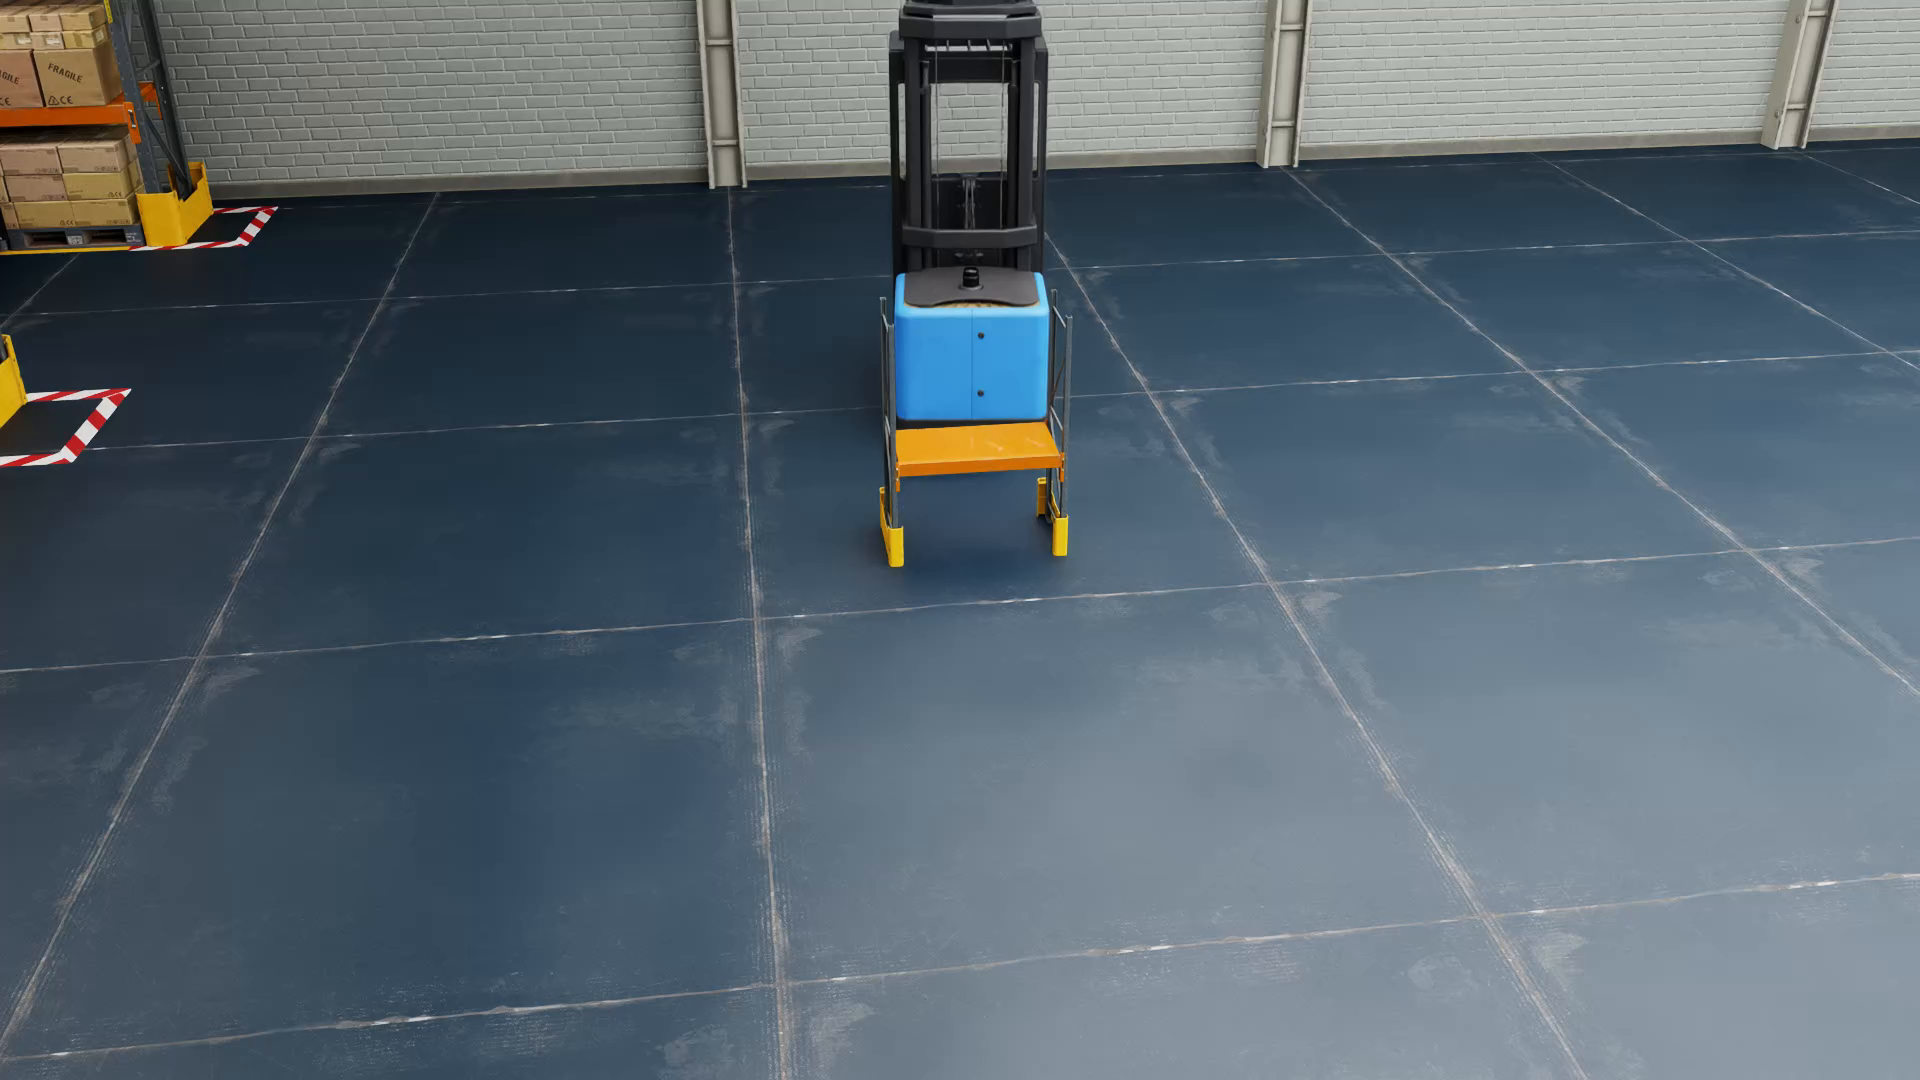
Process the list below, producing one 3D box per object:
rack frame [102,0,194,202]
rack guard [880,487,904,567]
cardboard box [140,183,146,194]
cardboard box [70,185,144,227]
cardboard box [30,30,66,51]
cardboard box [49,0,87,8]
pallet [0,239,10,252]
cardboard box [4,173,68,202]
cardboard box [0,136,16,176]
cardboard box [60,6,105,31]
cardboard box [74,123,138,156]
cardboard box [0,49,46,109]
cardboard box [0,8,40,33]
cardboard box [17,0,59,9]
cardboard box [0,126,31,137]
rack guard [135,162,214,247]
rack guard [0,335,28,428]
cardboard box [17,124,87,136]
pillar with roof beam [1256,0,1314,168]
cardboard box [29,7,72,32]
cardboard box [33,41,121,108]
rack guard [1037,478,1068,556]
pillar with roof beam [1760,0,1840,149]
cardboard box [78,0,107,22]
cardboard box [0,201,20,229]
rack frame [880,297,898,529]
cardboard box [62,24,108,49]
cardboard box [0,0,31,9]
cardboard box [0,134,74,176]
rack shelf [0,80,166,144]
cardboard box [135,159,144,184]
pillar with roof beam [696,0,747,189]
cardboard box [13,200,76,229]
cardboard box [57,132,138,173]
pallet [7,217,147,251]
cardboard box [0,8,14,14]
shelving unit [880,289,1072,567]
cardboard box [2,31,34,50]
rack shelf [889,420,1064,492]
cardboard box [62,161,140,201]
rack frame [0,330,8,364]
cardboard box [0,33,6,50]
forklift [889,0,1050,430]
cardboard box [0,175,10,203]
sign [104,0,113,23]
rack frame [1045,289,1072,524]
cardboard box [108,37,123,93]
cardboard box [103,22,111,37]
[{"bbox_3d":[-7.580,-4.355,15.451,0.127,3.000,1.000,-4,27,-7],"label":"rack frame"},{"bbox_3d":[-0.418,-0.084,10.141,0.087,0.250,0.587,-4,27,-7],"label":"rack guard"},{"bbox_3d":[-8.093,-3.375,16.094,0.500,0.250,0.500,-4,27,-7],"label":"cardboard box"},{"bbox_3d":[-8.001,-3.145,15.646,0.500,0.250,0.500,-3,27,-7],"label":"cardboard box"},{"bbox_3d":[-8.133,-4.509,14.932,0.250,0.149,0.380,-3,27,-6],"label":"cardboard box"},{"bbox_3d":[-8.214,-4.907,15.381,0.250,0.149,0.380,-3,27,-5],"label":"cardboard box"},{"bbox_3d":[-9.537,-2.970,15.808,1.213,0.211,1.003,-4,27,-7],"label":"pallet"},{"bbox_3d":[-8.516,-3.341,15.480,0.500,0.250,0.500,-4,27,-8],"label":"cardboard box"},{"bbox_3d":[-8.995,-3.521,15.283,0.500,0.250,0.500,-3,27,-6],"label":"cardboard box"},{"bbox_3d":[-7.905,-4.702,14.982,0.250,0.149,0.380,-4,27,-7],"label":"cardboard box"},{"bbox_3d":[-8.082,-3.818,15.862,0.500,0.250,0.500,-4,27,-8],"label":"cardboard box"},{"bbox_3d":[-8.546,-4.220,15.080,0.500,0.500,0.500,-3,27,-5],"label":"cardboard box"},{"bbox_3d":[-8.400,-4.643,14.868,0.250,0.149,0.380,-3,27,-6],"label":"cardboard box"},{"bbox_3d":[-8.465,-4.871,15.311,0.250,0.149,0.380,-3,27,-6],"label":"cardboard box"},{"bbox_3d":[-9.073,-3.758,15.744,0.500,0.250,0.500,-4,27,-7],"label":"cardboard box"},{"bbox_3d":[-7.556,-3.244,16.025,0.348,0.500,1.175,-4,27,-7],"label":"rack guard"},{"bbox_3d":[-6.960,-0.994,11.640,0.348,0.500,1.175,-4,27,-7],"label":"rack guard"},{"bbox_3d":[-8.576,-3.785,15.797,0.500,0.250,0.500,-4,27,-7],"label":"cardboard box"},{"bbox_3d":[4.088,-6.204,12.484,0.400,9.000,9.100,-4,27,-7],"label":"pillar with roof beam"},{"bbox_3d":[-8.145,-4.672,14.924,0.250,0.149,0.380,-4,27,-7],"label":"cardboard box"},{"bbox_3d":[-8.030,-4.249,15.136,0.500,0.500,0.500,-4,27,-8],"label":"cardboard box"},{"bbox_3d":[0.569,-0.148,10.264,0.087,0.250,0.587,-4,27,-7],"label":"rack guard"},{"bbox_3d":[10.029,-6.586,13.228,0.400,9.000,9.100,-4,27,-7],"label":"pillar with roof beam"},{"bbox_3d":[-7.942,-4.895,15.359,0.250,0.149,0.380,-4,27,-8],"label":"cardboard box"},{"bbox_3d":[-8.991,-3.090,15.539,0.500,0.250,0.500,-3,27,-7],"label":"cardboard box"},{"bbox_3d":[-0.419,-0.640,9.855,0.032,1.500,0.500,-4,27,-7],"label":"rack frame"},{"bbox_3d":[-7.884,-4.539,14.990,0.250,0.149,0.380,-3,27,-6],"label":"cardboard box"},{"bbox_3d":[-8.713,-4.862,15.293,0.250,0.149,0.380,-4,27,-7],"label":"cardboard box"},{"bbox_3d":[-8.497,-3.558,15.354,0.500,0.250,0.500,-3,27,-6],"label":"cardboard box"},{"bbox_3d":[-9.560,-3.907,15.367,4.000,0.370,1.077,-4,27,-7],"label":"rack shelf"},{"bbox_3d":[-8.074,-3.605,15.993,0.500,0.250,0.500,-3,27,-6],"label":"cardboard box"},{"bbox_3d":[-1.854,-5.822,11.740,0.400,9.000,9.100,-4,27,-7],"label":"pillar with roof beam"},{"bbox_3d":[-8.495,-3.118,15.593,0.500,0.250,0.500,-4,27,-7],"label":"cardboard box"},{"bbox_3d":[-7.992,-3.593,15.423,0.500,0.250,0.500,-3,27,-5],"label":"cardboard box"},{"bbox_3d":[-8.331,-3.046,15.956,1.213,0.211,1.003,-4,27,-7],"label":"pallet"},{"bbox_3d":[-8.657,-4.661,14.903,0.250,0.149,0.380,-4,27,-7],"label":"cardboard box"},{"bbox_3d":[0.075,-0.672,9.917,1.083,1.500,0.587,-4,27,-7],"label":"shelving unit"},{"bbox_3d":[-8.398,-4.521,14.954,0.250,0.149,0.380,-3,27,-6],"label":"cardboard box"},{"bbox_3d":[0.084,-0.513,10.000,1.000,0.185,0.538,-4,27,-7],"label":"rack shelf"},{"bbox_3d":[-8.018,-3.368,15.533,0.500,0.250,0.500,-4,27,-8],"label":"cardboard box"},{"bbox_3d":[-6.885,-2.111,11.078,0.127,3.000,1.000,-4,27,-7],"label":"rack frame"},{"bbox_3d":[-8.645,-4.510,14.934,0.250,0.149,0.380,-4,27,-7],"label":"cardboard box"},{"bbox_3d":[0.052,-2.524,11.958,1.130,2.935,3.031,-1,27,-1],"label":"forklift"},{"bbox_3d":[-9.025,-3.299,15.398,0.500,0.250,0.500,-4,27,-8],"label":"cardboard box"},{"bbox_3d":[-7.518,-4.729,14.653,0.005,0.325,0.100,-4,27,-7],"label":"sign"},{"bbox_3d":[0.588,-0.705,9.981,0.032,1.500,0.500,-4,27,-7],"label":"rack frame"},{"bbox_3d":[-8.109,-4.493,15.612,0.500,0.500,0.500,-3,27,-5],"label":"cardboard box"},{"bbox_3d":[-7.952,-4.783,15.467,0.250,0.149,0.380,-4,27,-8],"label":"cardboard box"}]
